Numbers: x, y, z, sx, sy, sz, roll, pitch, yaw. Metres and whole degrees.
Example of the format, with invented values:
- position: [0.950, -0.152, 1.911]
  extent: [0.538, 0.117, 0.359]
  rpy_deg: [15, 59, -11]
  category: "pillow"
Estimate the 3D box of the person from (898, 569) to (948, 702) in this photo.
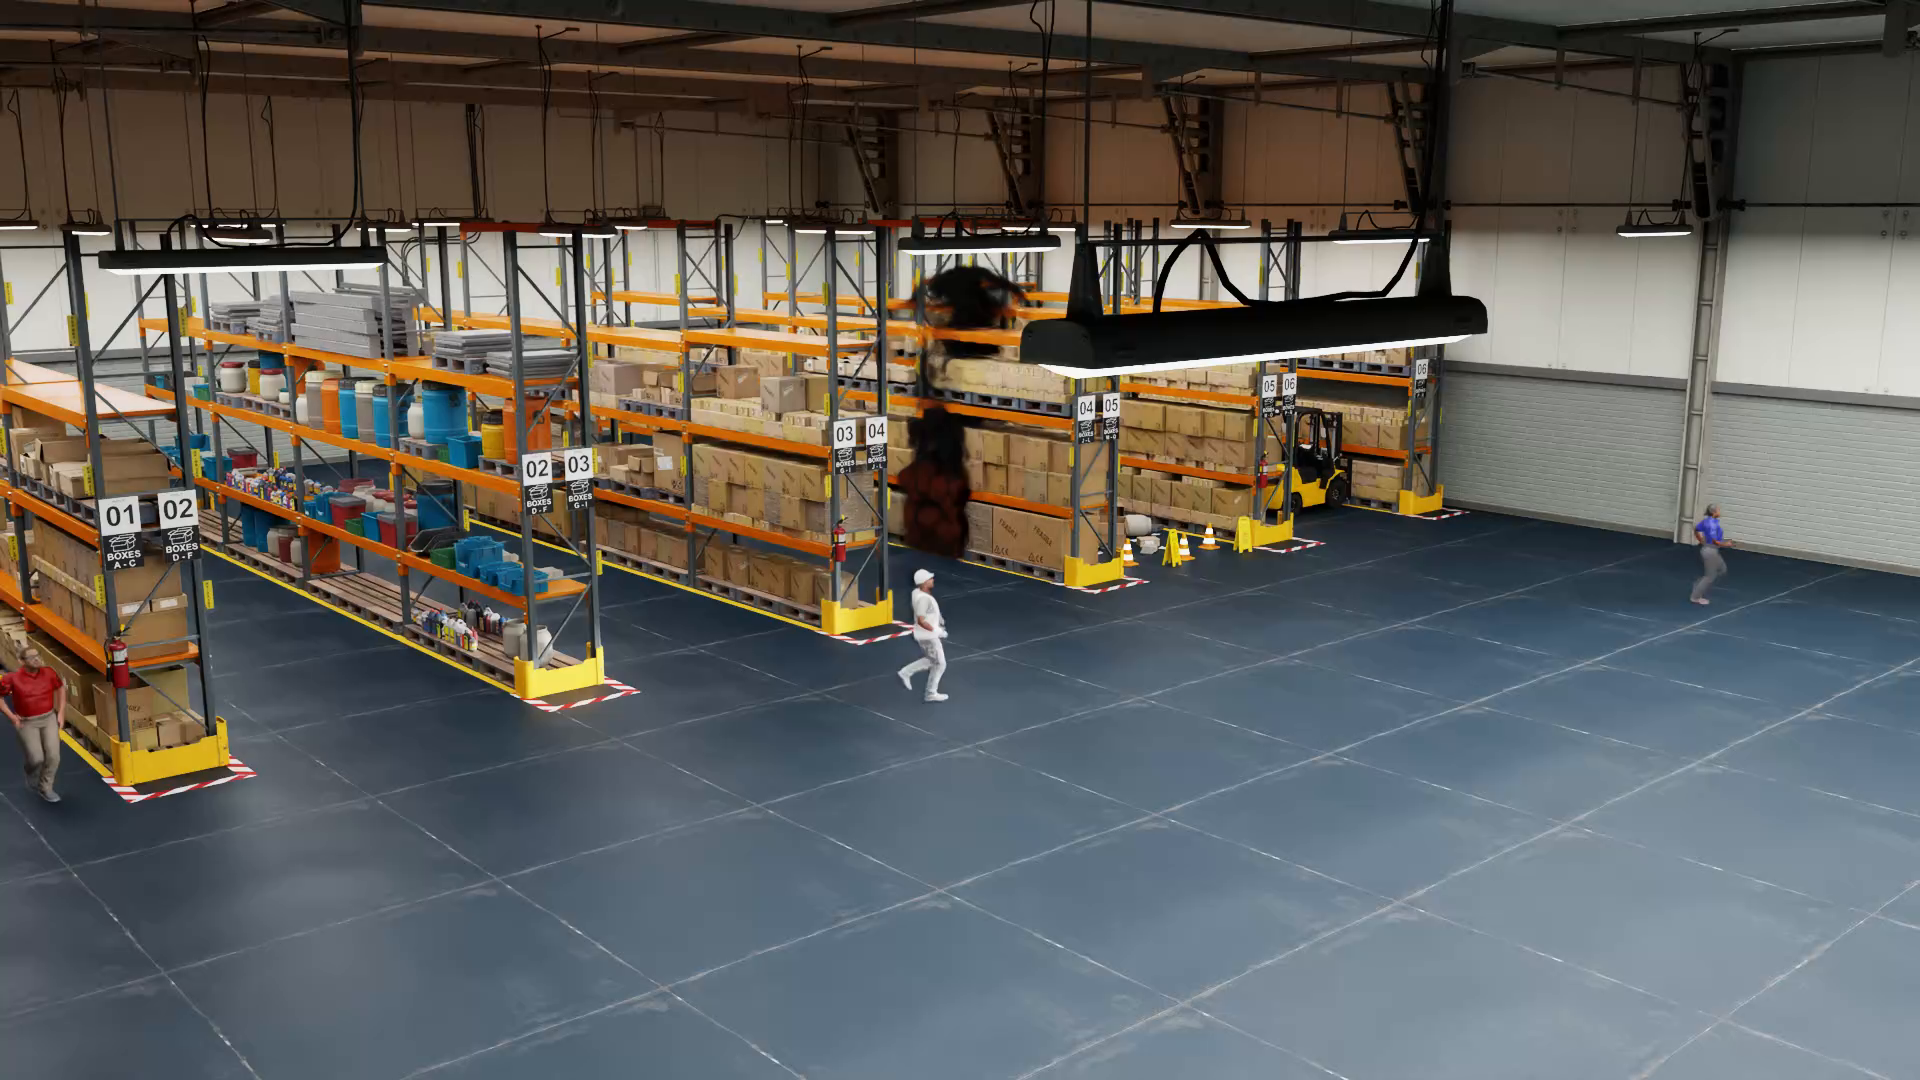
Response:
- position: [-0.475, 1.230, 21.412]
  extent: [0.643, 1.735, 0.720]
  rpy_deg: [-2, 12, -9]
  category: "person"

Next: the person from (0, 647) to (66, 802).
- position: [-9.918, 1.979, 17.865]
  extent: [0.496, 1.695, 0.695]
  rpy_deg: [11, 16, 44]
  category: "person"

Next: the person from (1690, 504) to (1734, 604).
- position: [12.083, 0.218, 26.670]
  extent: [0.587, 1.619, 0.558]
  rpy_deg: [3, 12, 13]
  category: "person"

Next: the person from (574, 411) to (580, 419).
- position: [-9.449, -2.647, 40.675]
  extent: [0.833, 1.728, 0.524]
  rpy_deg: [9, 15, 39]
  category: "person"
